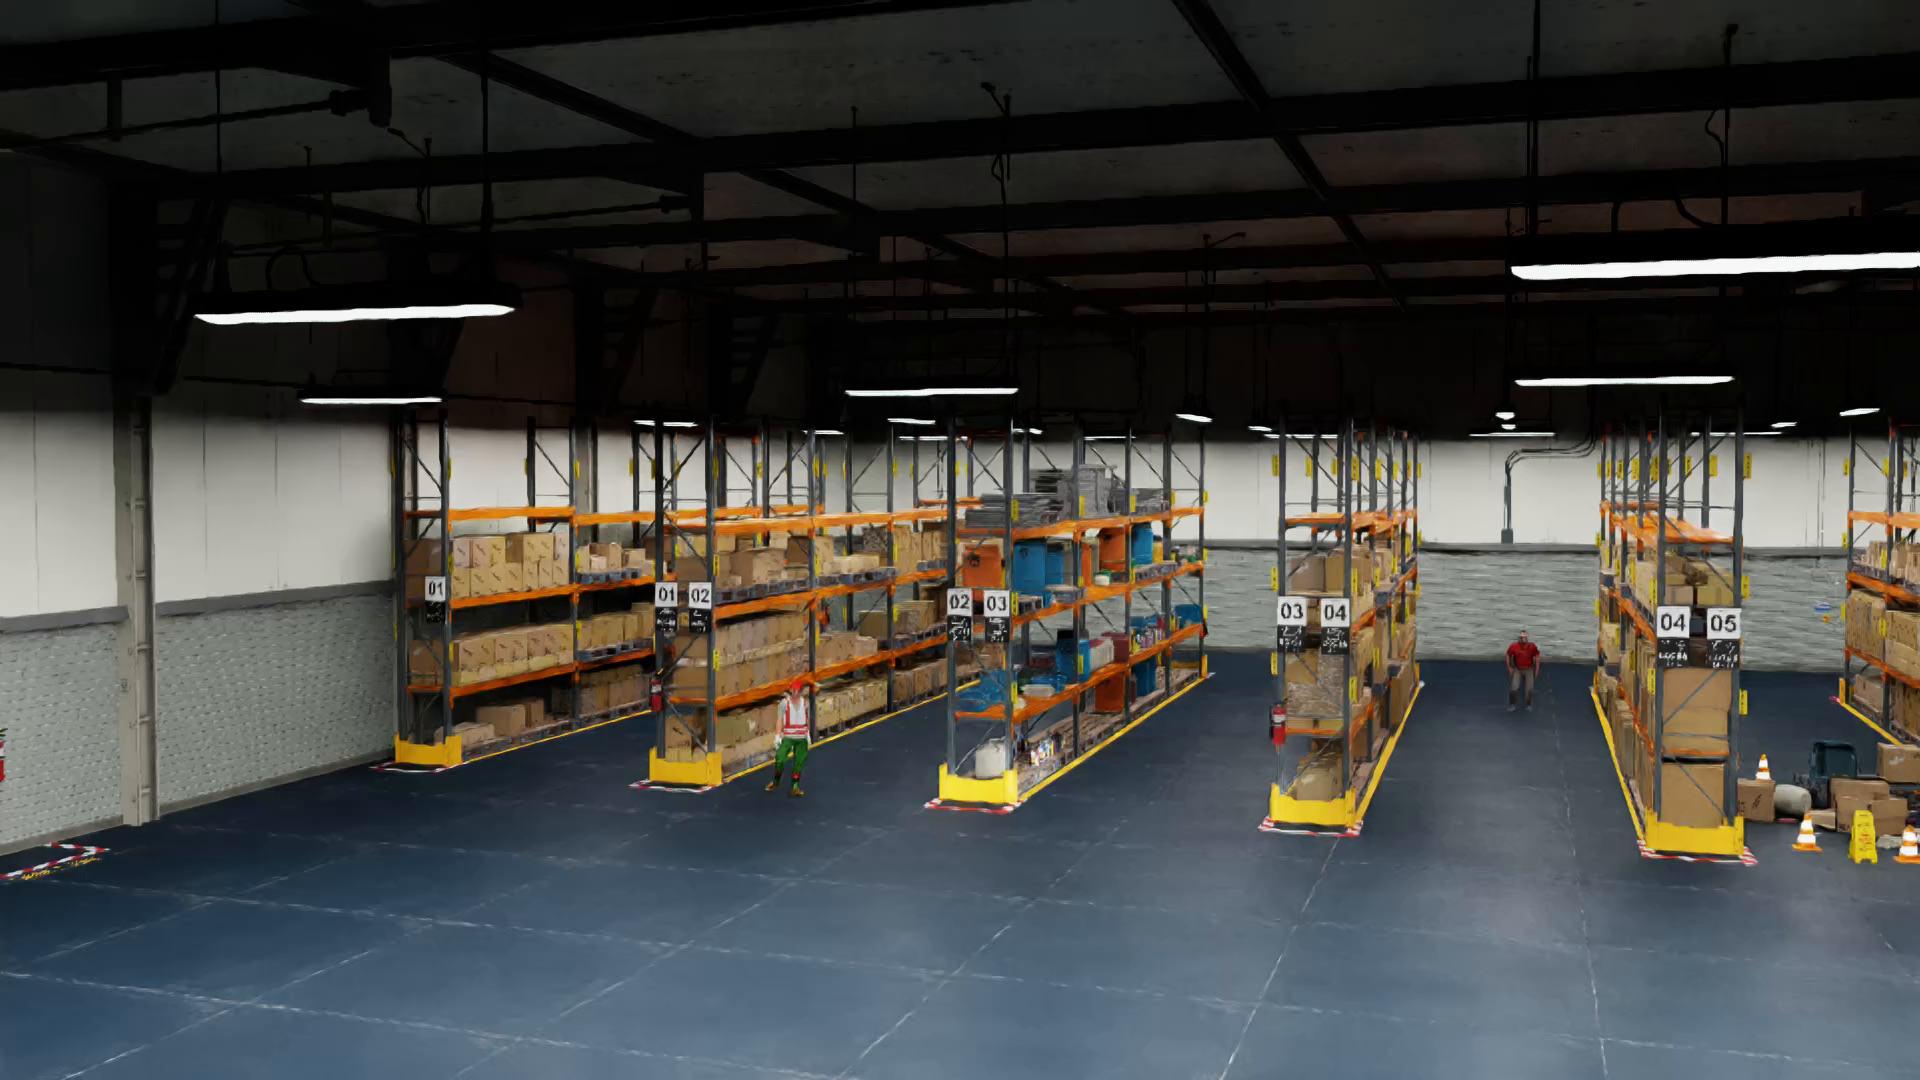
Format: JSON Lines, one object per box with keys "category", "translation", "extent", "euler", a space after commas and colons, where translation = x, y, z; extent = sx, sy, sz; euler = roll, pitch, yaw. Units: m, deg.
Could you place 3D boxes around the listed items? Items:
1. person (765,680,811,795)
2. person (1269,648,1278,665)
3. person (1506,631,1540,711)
{"category": "person", "translation": [-2.625, 3.016, 25.485], "extent": [0.716, 1.773, 0.530], "euler": [-1, 3, -20]}
{"category": "person", "translation": [8.172, 2.379, 41.960], "extent": [0.672, 1.662, 0.509], "euler": [-1, 3, -24]}
{"category": "person", "translation": [11.604, 2.700, 34.294], "extent": [0.679, 1.675, 0.535], "euler": [1, 3, 16]}
